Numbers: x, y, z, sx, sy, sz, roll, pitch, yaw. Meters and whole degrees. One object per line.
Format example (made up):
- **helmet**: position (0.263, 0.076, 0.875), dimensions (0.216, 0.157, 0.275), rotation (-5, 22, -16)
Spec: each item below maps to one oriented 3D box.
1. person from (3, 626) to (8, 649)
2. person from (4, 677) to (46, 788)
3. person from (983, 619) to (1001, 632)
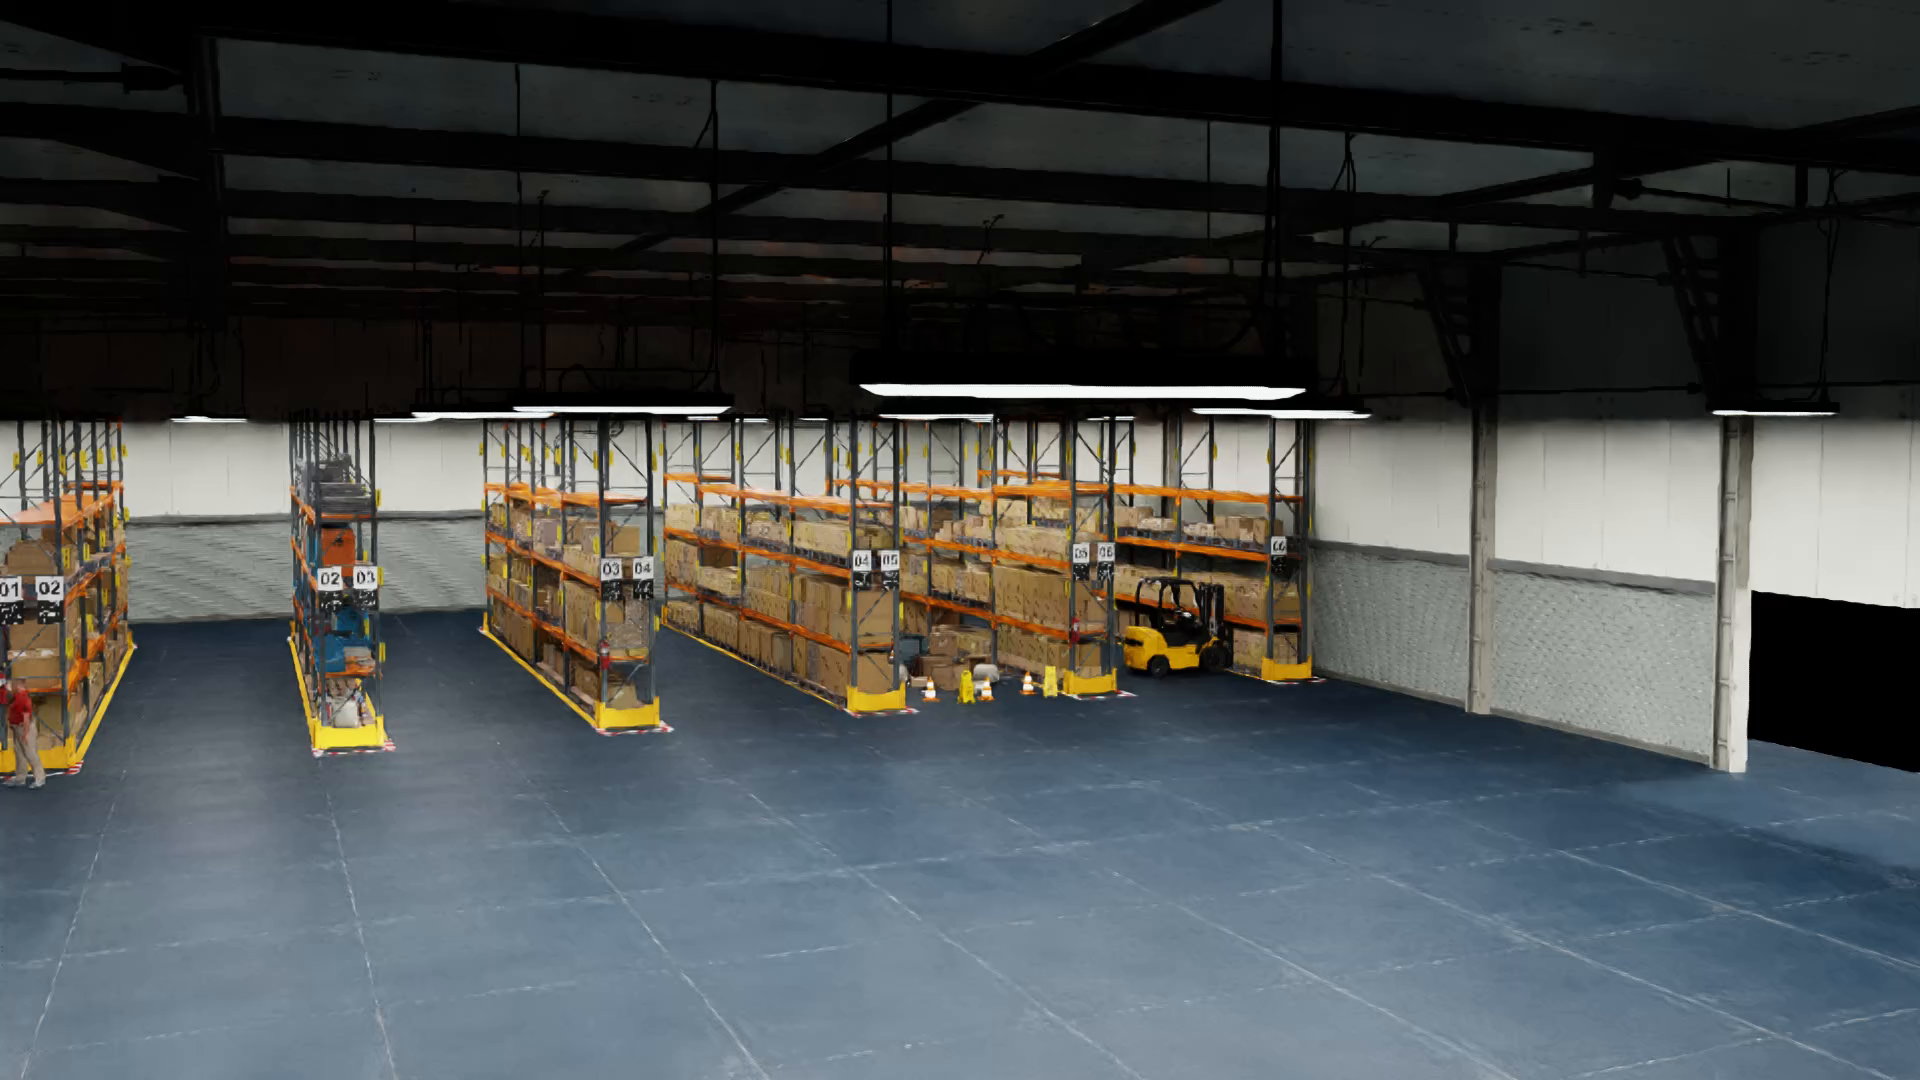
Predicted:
- **person**: position (-21.610, 2.268, 37.111), dimensions (0.577, 1.691, 1.121), rotation (-1, 4, -20)
- **person**: position (-14.749, 3.022, 26.193), dimensions (0.533, 1.724, 0.655), rotation (-3, 5, -36)
- **person**: position (0.836, 1.632, 45.566), dimensions (0.576, 1.768, 0.626), rotation (0, 4, 5)
